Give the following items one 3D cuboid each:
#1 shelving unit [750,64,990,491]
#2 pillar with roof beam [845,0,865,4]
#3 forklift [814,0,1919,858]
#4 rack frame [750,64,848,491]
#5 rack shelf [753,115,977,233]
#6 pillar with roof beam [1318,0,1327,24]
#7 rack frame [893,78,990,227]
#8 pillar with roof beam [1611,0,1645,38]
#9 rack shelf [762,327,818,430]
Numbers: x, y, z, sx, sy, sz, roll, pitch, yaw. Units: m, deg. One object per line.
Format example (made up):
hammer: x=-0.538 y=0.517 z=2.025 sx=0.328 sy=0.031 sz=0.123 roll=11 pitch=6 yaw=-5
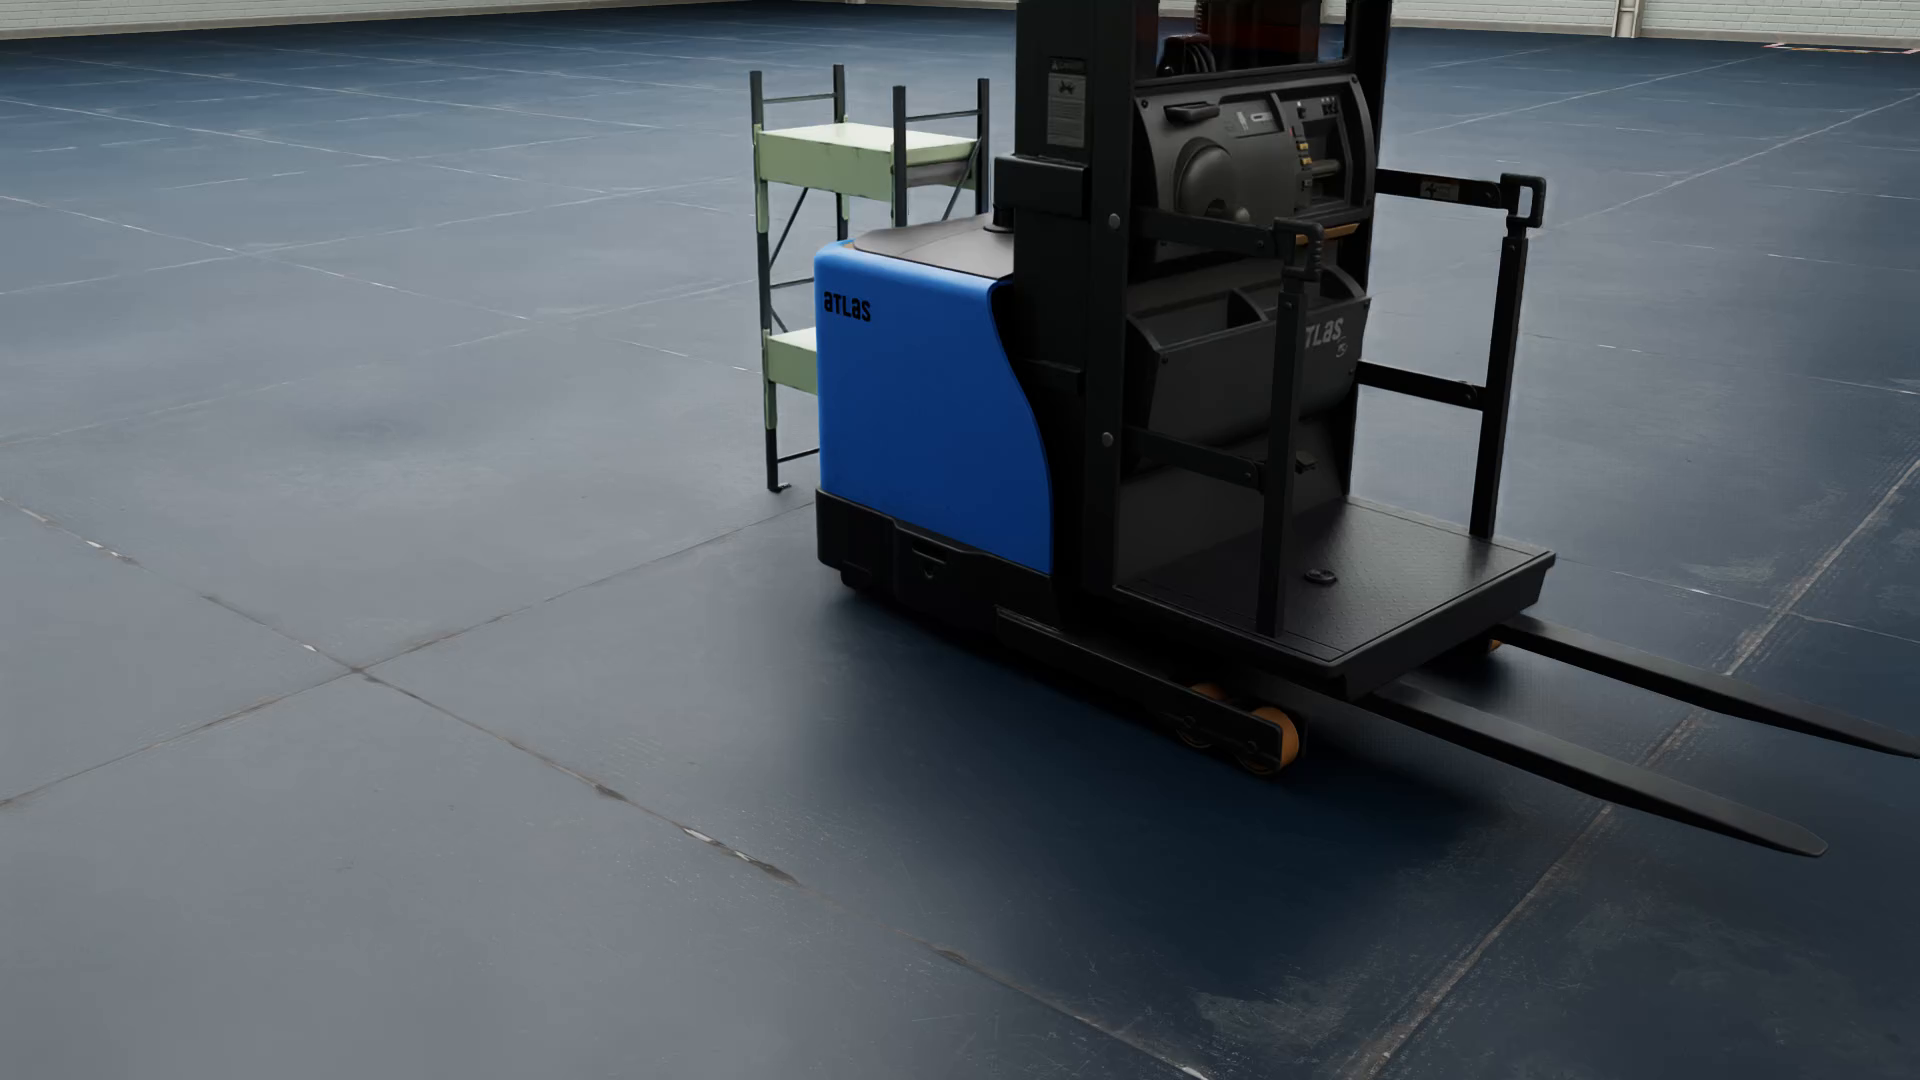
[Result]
shelving unit: x=-0.309 y=-0.841 z=5.773 sx=0.431 sy=1.500 sz=0.755 roll=-19 pitch=28 yaw=-40
pillar with roof beam: x=-5.191 y=-15.724 z=34.611 sx=0.400 sy=9.000 sz=9.100 roll=16 pitch=26 yaw=36
forklift: x=0.925 y=-0.994 z=4.150 sx=1.130 sy=2.935 sz=3.031 roll=-19 pitch=28 yaw=-40
rack frame: x=-0.561 y=-0.935 z=6.021 sx=0.400 sy=1.500 sz=0.023 roll=-19 pitch=28 yaw=-40
rack shelf: x=-0.309 y=-1.206 z=5.636 sx=0.431 sy=0.370 sz=0.720 roll=-19 pitch=28 yaw=-40
pillar with roof beam: x=4.105 y=-13.047 z=27.512 sx=0.400 sy=9.000 sz=9.100 roll=16 pitch=26 yaw=36
rack frame: x=-0.056 y=-0.748 z=5.525 sx=0.400 sy=1.500 sz=0.023 roll=-19 pitch=28 yaw=-40
pillar with roof beam: x=8.754 y=-11.708 z=23.962 sx=0.400 sy=9.000 sz=9.100 roll=16 pitch=26 yaw=36
rack shelf: x=-0.309 y=-0.536 z=5.888 sx=0.431 sy=0.370 sz=0.720 roll=-19 pitch=28 yaw=-40
